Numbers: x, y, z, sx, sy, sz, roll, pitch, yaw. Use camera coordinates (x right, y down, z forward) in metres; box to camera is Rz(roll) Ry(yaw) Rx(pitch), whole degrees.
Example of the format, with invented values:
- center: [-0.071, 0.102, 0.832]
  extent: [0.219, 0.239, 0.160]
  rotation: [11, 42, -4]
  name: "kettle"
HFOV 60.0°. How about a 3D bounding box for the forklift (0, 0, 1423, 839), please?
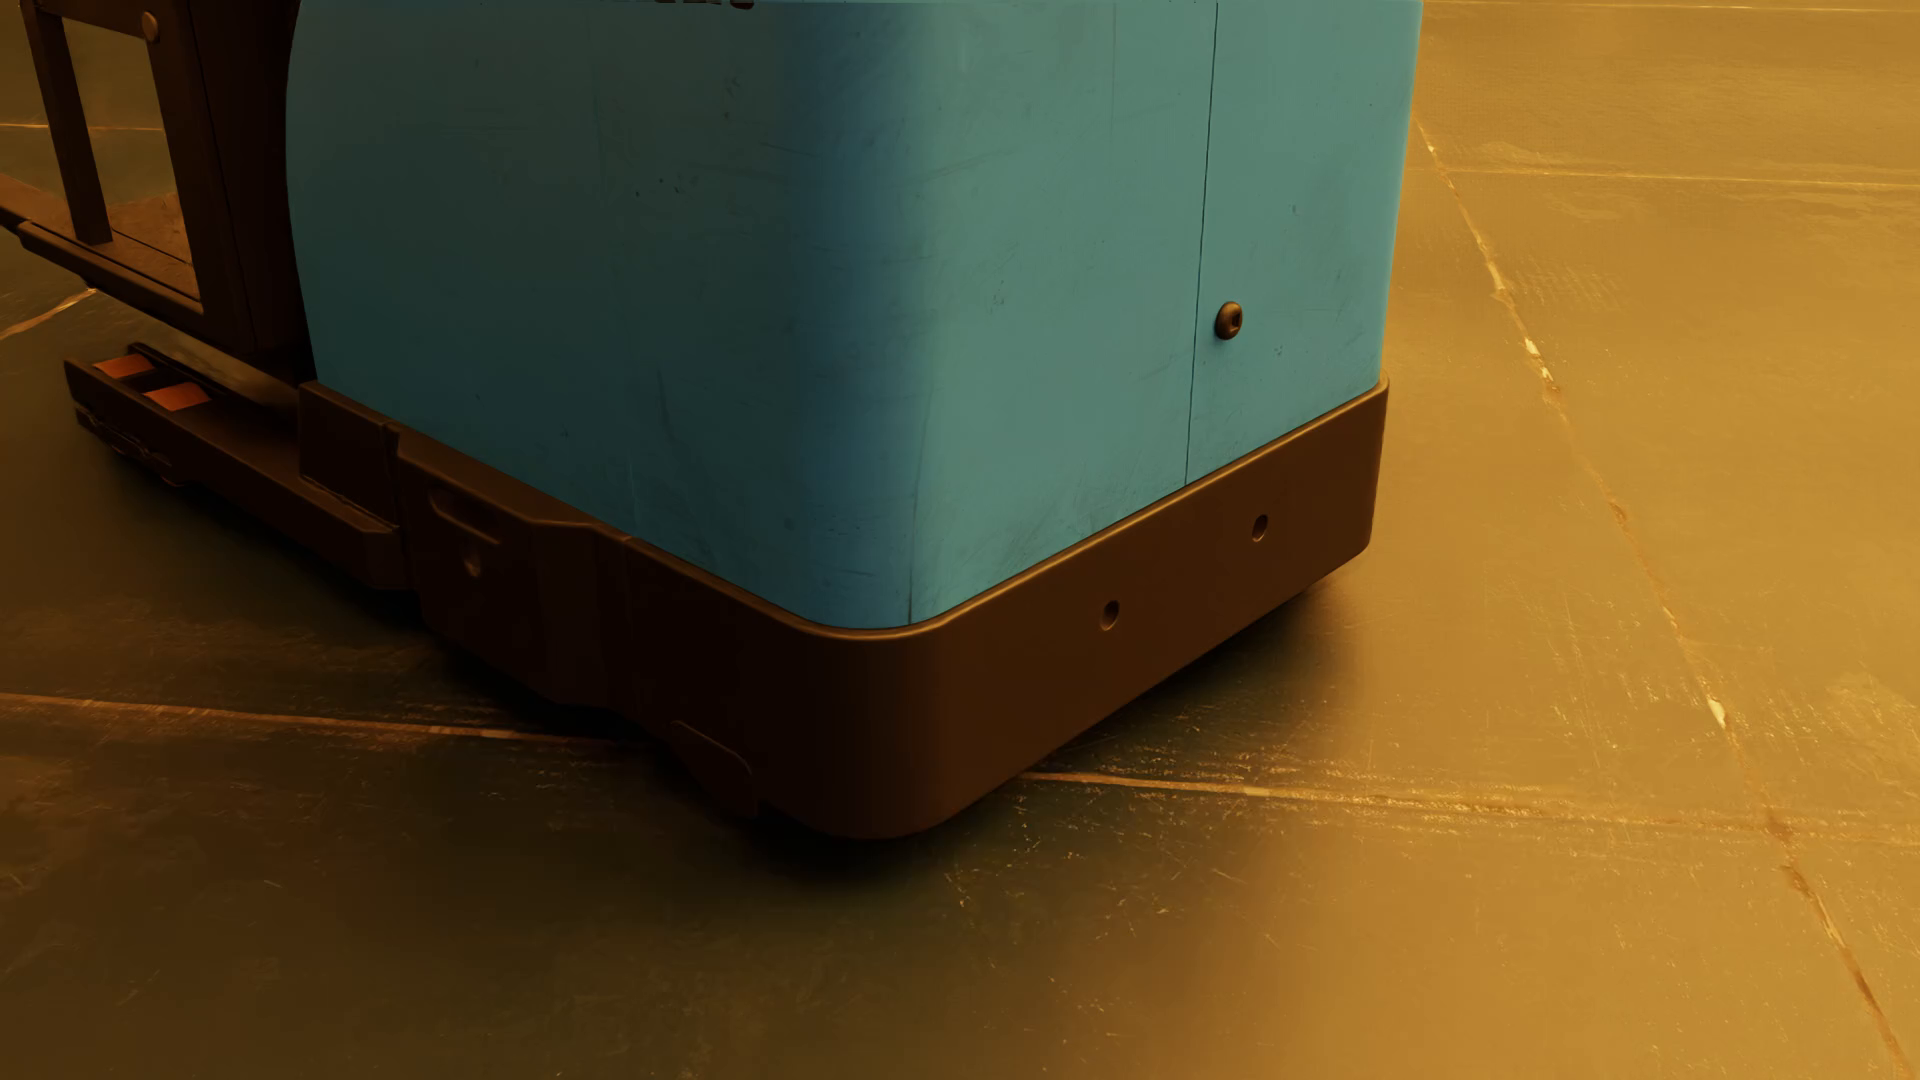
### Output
- center: [-0.846, -1.547, 2.318]
  extent: [3.031, 2.935, 1.130]
  rotation: [22, 34, 37]
  name: "forklift"
